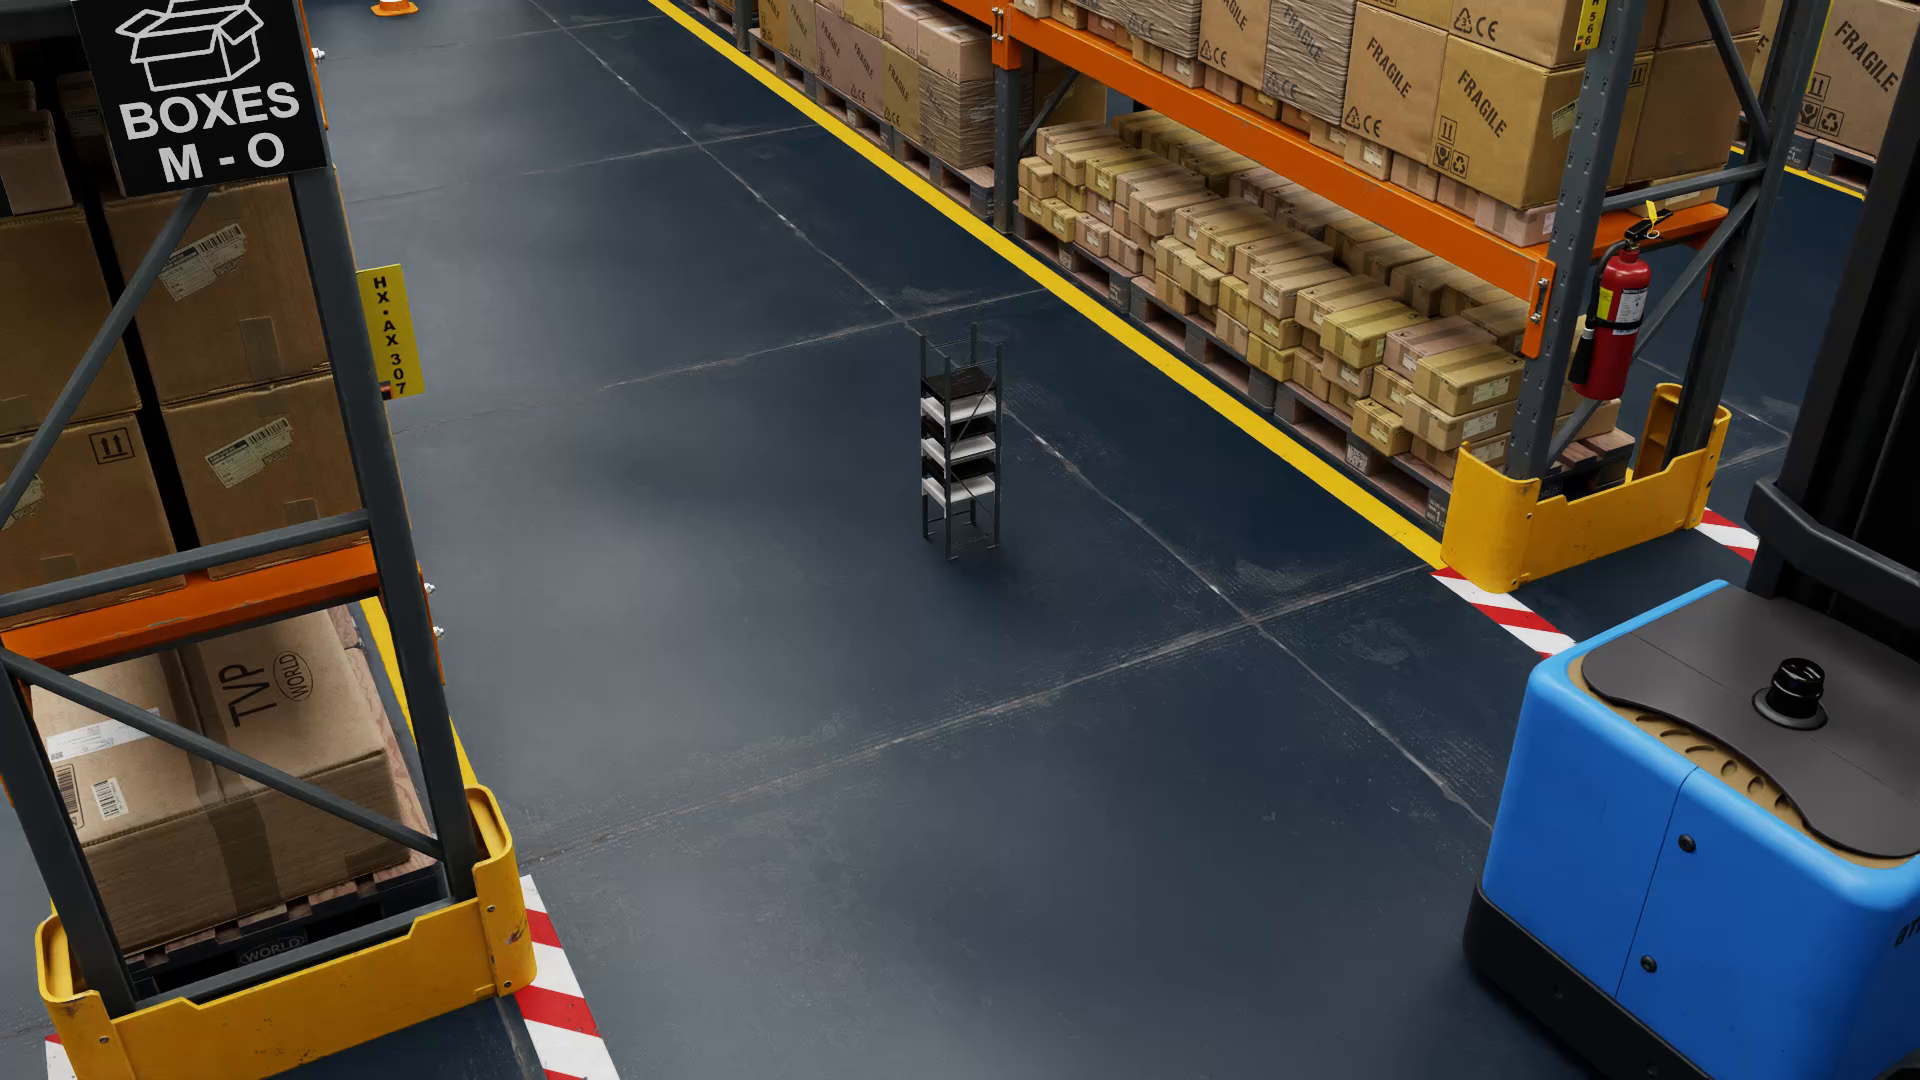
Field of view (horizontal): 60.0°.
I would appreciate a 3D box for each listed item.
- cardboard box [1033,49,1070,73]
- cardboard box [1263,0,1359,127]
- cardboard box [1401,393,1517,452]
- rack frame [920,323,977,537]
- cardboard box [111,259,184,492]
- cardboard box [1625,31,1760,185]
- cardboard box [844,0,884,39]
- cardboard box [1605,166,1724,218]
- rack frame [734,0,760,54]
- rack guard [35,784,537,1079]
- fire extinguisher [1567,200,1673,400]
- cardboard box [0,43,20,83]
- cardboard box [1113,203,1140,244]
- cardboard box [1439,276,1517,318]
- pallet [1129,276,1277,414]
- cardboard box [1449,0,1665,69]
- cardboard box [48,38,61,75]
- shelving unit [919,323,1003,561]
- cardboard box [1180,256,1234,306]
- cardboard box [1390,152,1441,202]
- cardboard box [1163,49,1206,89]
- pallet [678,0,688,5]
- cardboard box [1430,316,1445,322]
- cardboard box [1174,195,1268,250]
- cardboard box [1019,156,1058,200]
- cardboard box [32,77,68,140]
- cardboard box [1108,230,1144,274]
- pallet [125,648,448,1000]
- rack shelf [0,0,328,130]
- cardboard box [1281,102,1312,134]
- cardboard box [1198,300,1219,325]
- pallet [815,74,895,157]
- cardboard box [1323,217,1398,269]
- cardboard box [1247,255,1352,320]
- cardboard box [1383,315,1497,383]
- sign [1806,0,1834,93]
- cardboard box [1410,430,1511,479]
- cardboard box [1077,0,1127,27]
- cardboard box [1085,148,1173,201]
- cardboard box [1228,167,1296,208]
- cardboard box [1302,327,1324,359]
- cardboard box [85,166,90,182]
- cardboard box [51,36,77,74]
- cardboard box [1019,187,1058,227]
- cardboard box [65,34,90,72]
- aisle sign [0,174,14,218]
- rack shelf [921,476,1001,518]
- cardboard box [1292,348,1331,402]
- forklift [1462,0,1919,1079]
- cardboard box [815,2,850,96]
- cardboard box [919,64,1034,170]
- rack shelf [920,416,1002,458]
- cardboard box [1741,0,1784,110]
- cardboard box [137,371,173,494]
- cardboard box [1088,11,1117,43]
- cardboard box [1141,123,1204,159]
[{"bbox_3d":[0.550,-3.003,9.889,0.500,0.250,0.500,-18,37,-25],"label":"cardboard box"},{"bbox_3d":[1.608,-2.038,6.783,0.500,0.500,0.500,-16,36,-23],"label":"cardboard box"},{"bbox_3d":[2.027,-0.516,6.753,0.380,0.149,0.250,-17,36,-24],"label":"cardboard box"},{"bbox_3d":[-0.044,-0.424,6.577,0.240,0.900,0.006,-16,36,-23],"label":"rack frame"},{"bbox_3d":[-2.036,-0.519,4.687,0.500,0.500,0.500,-16,36,-24],"label":"cardboard box"},{"bbox_3d":[2.561,-1.686,6.232,0.500,0.500,0.500,-14,35,-21],"label":"cardboard box"},{"bbox_3d":[-0.397,-3.373,10.467,0.500,0.250,0.500,-18,37,-25],"label":"cardboard box"},{"bbox_3d":[2.665,-1.366,6.334,0.380,0.149,0.250,-16,36,-23],"label":"cardboard box"},{"bbox_3d":[-1.204,-5.052,11.856,1.000,3.000,0.127,-16,36,-23],"label":"rack frame"},{"bbox_3d":[-1.795,1.123,4.534,1.175,0.500,0.348,-16,36,-23],"label":"rack guard"},{"bbox_3d":[2.235,-0.809,5.649,0.296,0.674,0.183,-16,36,-23],"label":"fire extinguisher"},{"bbox_3d":[-2.566,-1.146,4.138,0.380,0.149,0.250,-15,36,-22],"label":"cardboard box"},{"bbox_3d":[1.013,-1.657,8.533,0.380,0.149,0.250,-18,37,-25],"label":"cardboard box"},{"bbox_3d":[2.343,-1.051,7.312,0.380,0.149,0.250,-16,36,-23],"label":"cardboard box"},{"bbox_3d":[1.578,-1.075,8.232,1.003,0.211,1.213,-16,36,-23],"label":"pallet"},{"bbox_3d":[2.093,-1.979,5.763,0.500,0.500,0.500,-17,36,-24],"label":"cardboard box"},{"bbox_3d":[-3.433,-1.783,5.732,0.500,0.500,0.500,-16,36,-24],"label":"cardboard box"},{"bbox_3d":[0.004,-0.375,6.501,0.258,0.900,0.210,-16,36,-23],"label":"shelving unit"},{"bbox_3d":[1.275,-1.259,7.913,0.380,0.149,0.250,-15,36,-23],"label":"cardboard box"},{"bbox_3d":[1.911,-1.457,6.477,0.380,0.149,0.250,-16,36,-24],"label":"cardboard box"},{"bbox_3d":[1.161,-2.204,7.642,0.380,0.149,0.250,-14,35,-21],"label":"cardboard box"},{"bbox_3d":[-2.070,-4.855,14.132,1.003,0.211,1.213,-16,36,-23],"label":"pallet"},{"bbox_3d":[2.239,-0.890,7.337,0.380,0.149,0.250,-15,36,-23],"label":"cardboard box"},{"bbox_3d":[1.264,-1.529,8.058,0.380,0.149,0.250,-17,37,-25],"label":"cardboard box"},{"bbox_3d":[0.547,-1.992,9.056,0.380,0.149,0.250,-14,35,-21],"label":"cardboard box"},{"bbox_3d":[-2.739,-1.054,4.594,0.500,0.500,0.500,-16,36,-23],"label":"cardboard box"},{"bbox_3d":[0.995,-1.524,8.602,0.380,0.149,0.250,-17,36,-24],"label":"cardboard box"},{"bbox_3d":[-2.248,0.871,5.195,1.003,0.211,1.213,-16,36,-23],"label":"pallet"},{"bbox_3d":[-2.738,-1.856,4.753,1.077,0.370,4.000,-16,36,-23],"label":"rack shelf"},{"bbox_3d":[1.601,-1.850,7.090,0.380,0.149,0.250,-17,37,-25],"label":"cardboard box"},{"bbox_3d":[1.377,-1.150,8.018,0.380,0.149,0.250,-15,36,-22],"label":"cardboard box"},{"bbox_3d":[-0.276,-2.924,11.118,1.003,0.211,1.213,-16,36,-23],"label":"pallet"},{"bbox_3d":[1.951,-1.420,7.888,0.380,0.149,0.250,-15,36,-22],"label":"cardboard box"},{"bbox_3d":[1.516,-1.130,7.435,0.380,0.149,0.250,-15,35,-21],"label":"cardboard box"},{"bbox_3d":[1.989,-0.785,6.896,0.380,0.149,0.250,-15,36,-22],"label":"cardboard box"},{"bbox_3d":[3.006,-1.736,5.876,0.100,0.325,0.005,-16,36,-23],"label":"sign"},{"bbox_3d":[2.096,-0.410,6.862,0.380,0.149,0.250,-15,36,-22],"label":"cardboard box"},{"bbox_3d":[0.906,-2.777,7.935,0.500,0.500,0.500,-16,36,-23],"label":"cardboard box"},{"bbox_3d":[0.876,-1.899,8.636,0.380,0.149,0.250,-16,36,-24],"label":"cardboard box"},{"bbox_3d":[1.594,-1.788,8.462,0.380,0.149,0.250,-18,37,-25],"label":"cardboard box"},{"bbox_3d":[1.749,-0.918,7.380,0.380,0.149,0.250,-16,36,-24],"label":"cardboard box"},{"bbox_3d":[-3.684,-1.603,6.378,0.500,0.500,0.500,-15,35,-22],"label":"cardboard box"},{"bbox_3d":[-2.272,-1.194,4.813,0.500,0.500,0.500,-16,36,-23],"label":"cardboard box"},{"bbox_3d":[0.547,-1.865,9.134,0.380,0.149,0.250,-18,37,-25],"label":"cardboard box"},{"bbox_3d":[-2.239,-1.410,4.549,0.380,0.149,0.250,-16,36,-23],"label":"cardboard box"},{"bbox_3d":[-2.047,-0.924,3.001,0.394,0.787,0.004,-16,36,-23],"label":"aisle sign"},{"bbox_3d":[0.004,-0.195,6.616,0.258,0.077,0.200,-16,36,-23],"label":"rack shelf"},{"bbox_3d":[1.713,-0.769,7.424,0.380,0.149,0.250,-15,36,-23],"label":"cardboard box"},{"bbox_3d":[2.965,-0.214,4.367,3.031,2.935,1.130,-19,37,-27],"label":"forklift"},{"bbox_3d":[-0.619,-3.292,11.036,0.500,0.500,0.500,-17,36,-24],"label":"cardboard box"},{"bbox_3d":[0.093,-2.558,9.889,0.500,0.500,0.500,-17,36,-24],"label":"cardboard box"},{"bbox_3d":[0.004,-0.423,6.471,0.258,0.077,0.200,-16,36,-23],"label":"rack shelf"},{"bbox_3d":[5.333,-3.290,10.685,0.875,0.875,0.875,-16,36,-23],"label":"cardboard box"},{"bbox_3d":[-2.486,-0.390,4.486,0.500,0.500,0.500,-17,36,-24],"label":"cardboard box"},{"bbox_3d":[0.861,-2.602,8.263,0.380,0.149,0.250,-18,37,-25],"label":"cardboard box"},{"bbox_3d":[1.211,-2.154,9.034,0.380,0.149,0.250,-15,36,-23],"label":"cardboard box"}]
